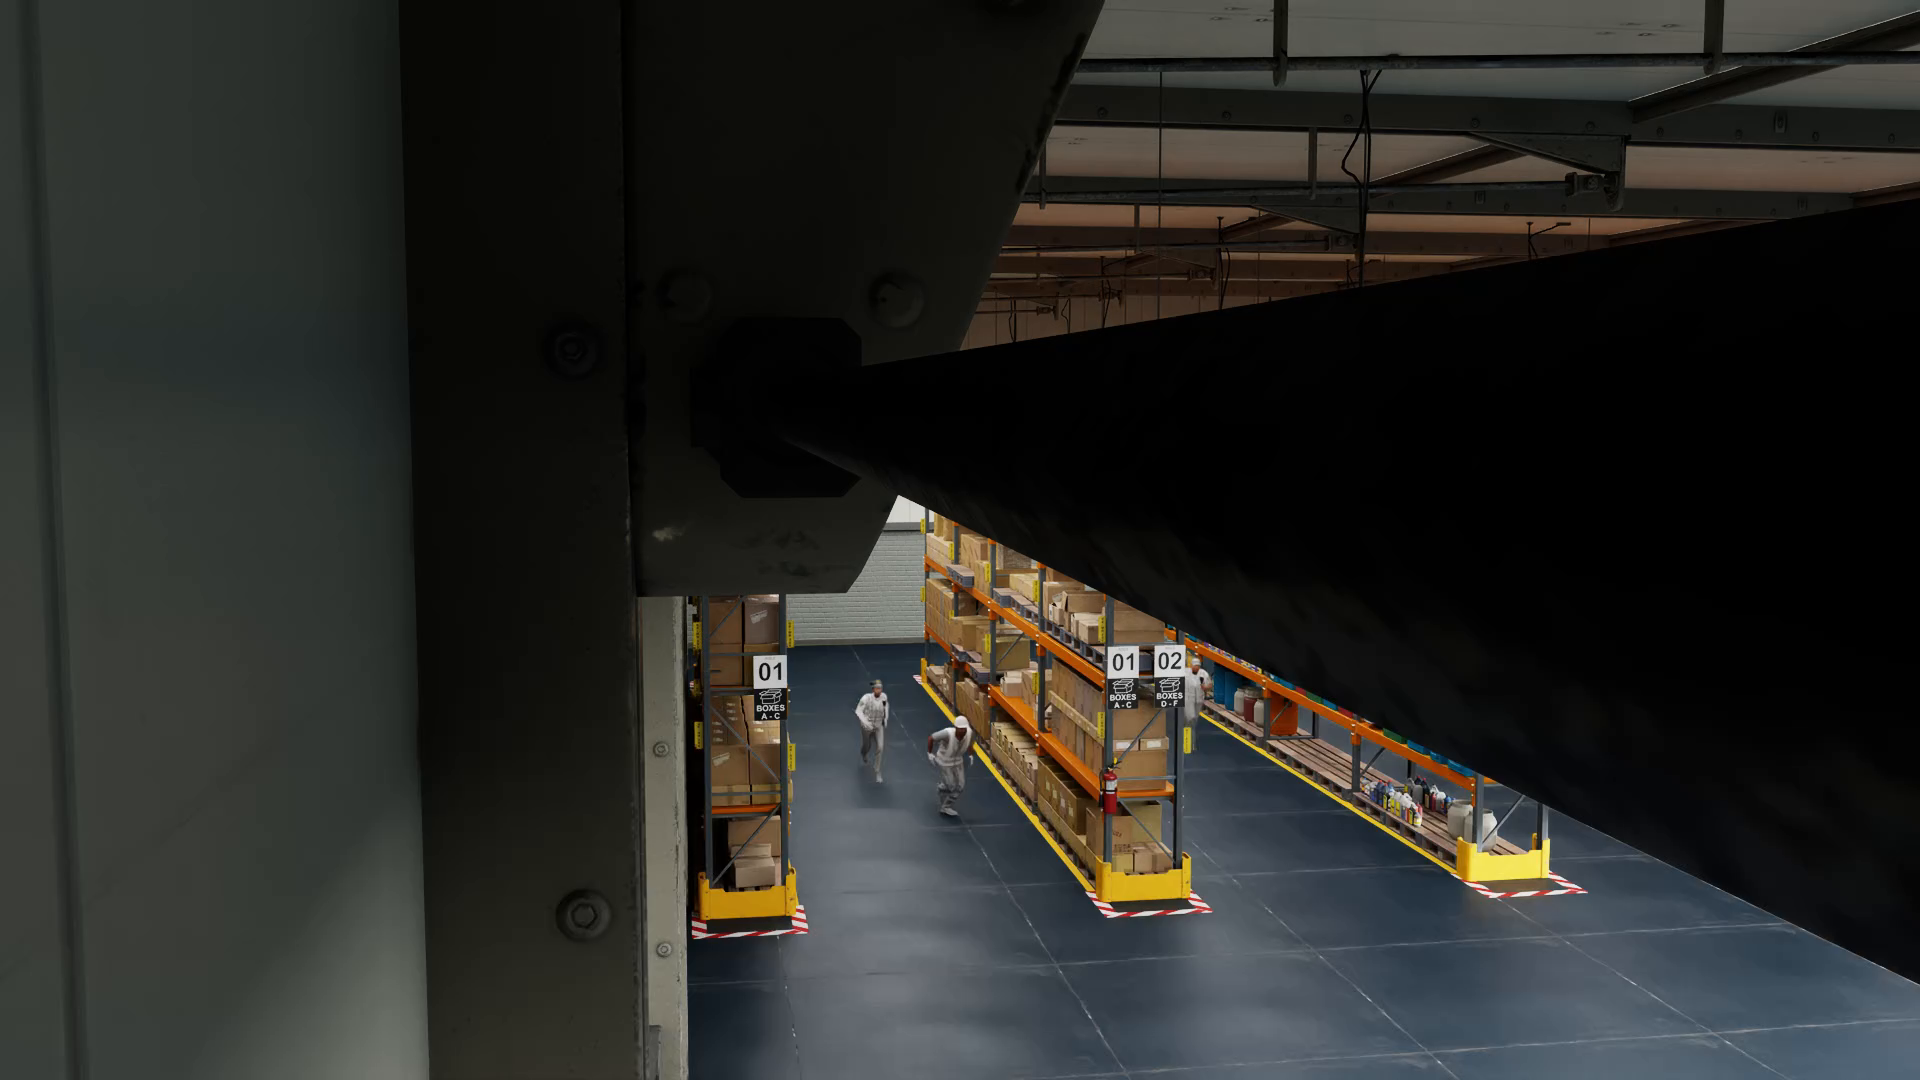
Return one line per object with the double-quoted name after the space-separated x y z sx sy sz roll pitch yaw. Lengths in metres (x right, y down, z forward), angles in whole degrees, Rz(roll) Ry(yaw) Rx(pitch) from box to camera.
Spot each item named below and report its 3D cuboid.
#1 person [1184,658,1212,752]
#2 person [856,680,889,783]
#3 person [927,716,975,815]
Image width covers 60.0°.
4.168 2.908 29.825 0.600 1.676 0.907 -1 5 -9 "person"
-1.450 3.101 27.495 0.618 1.682 1.023 -2 5 -19 "person"
-0.142 3.364 24.820 0.711 1.582 0.874 -3 6 -28 "person"
